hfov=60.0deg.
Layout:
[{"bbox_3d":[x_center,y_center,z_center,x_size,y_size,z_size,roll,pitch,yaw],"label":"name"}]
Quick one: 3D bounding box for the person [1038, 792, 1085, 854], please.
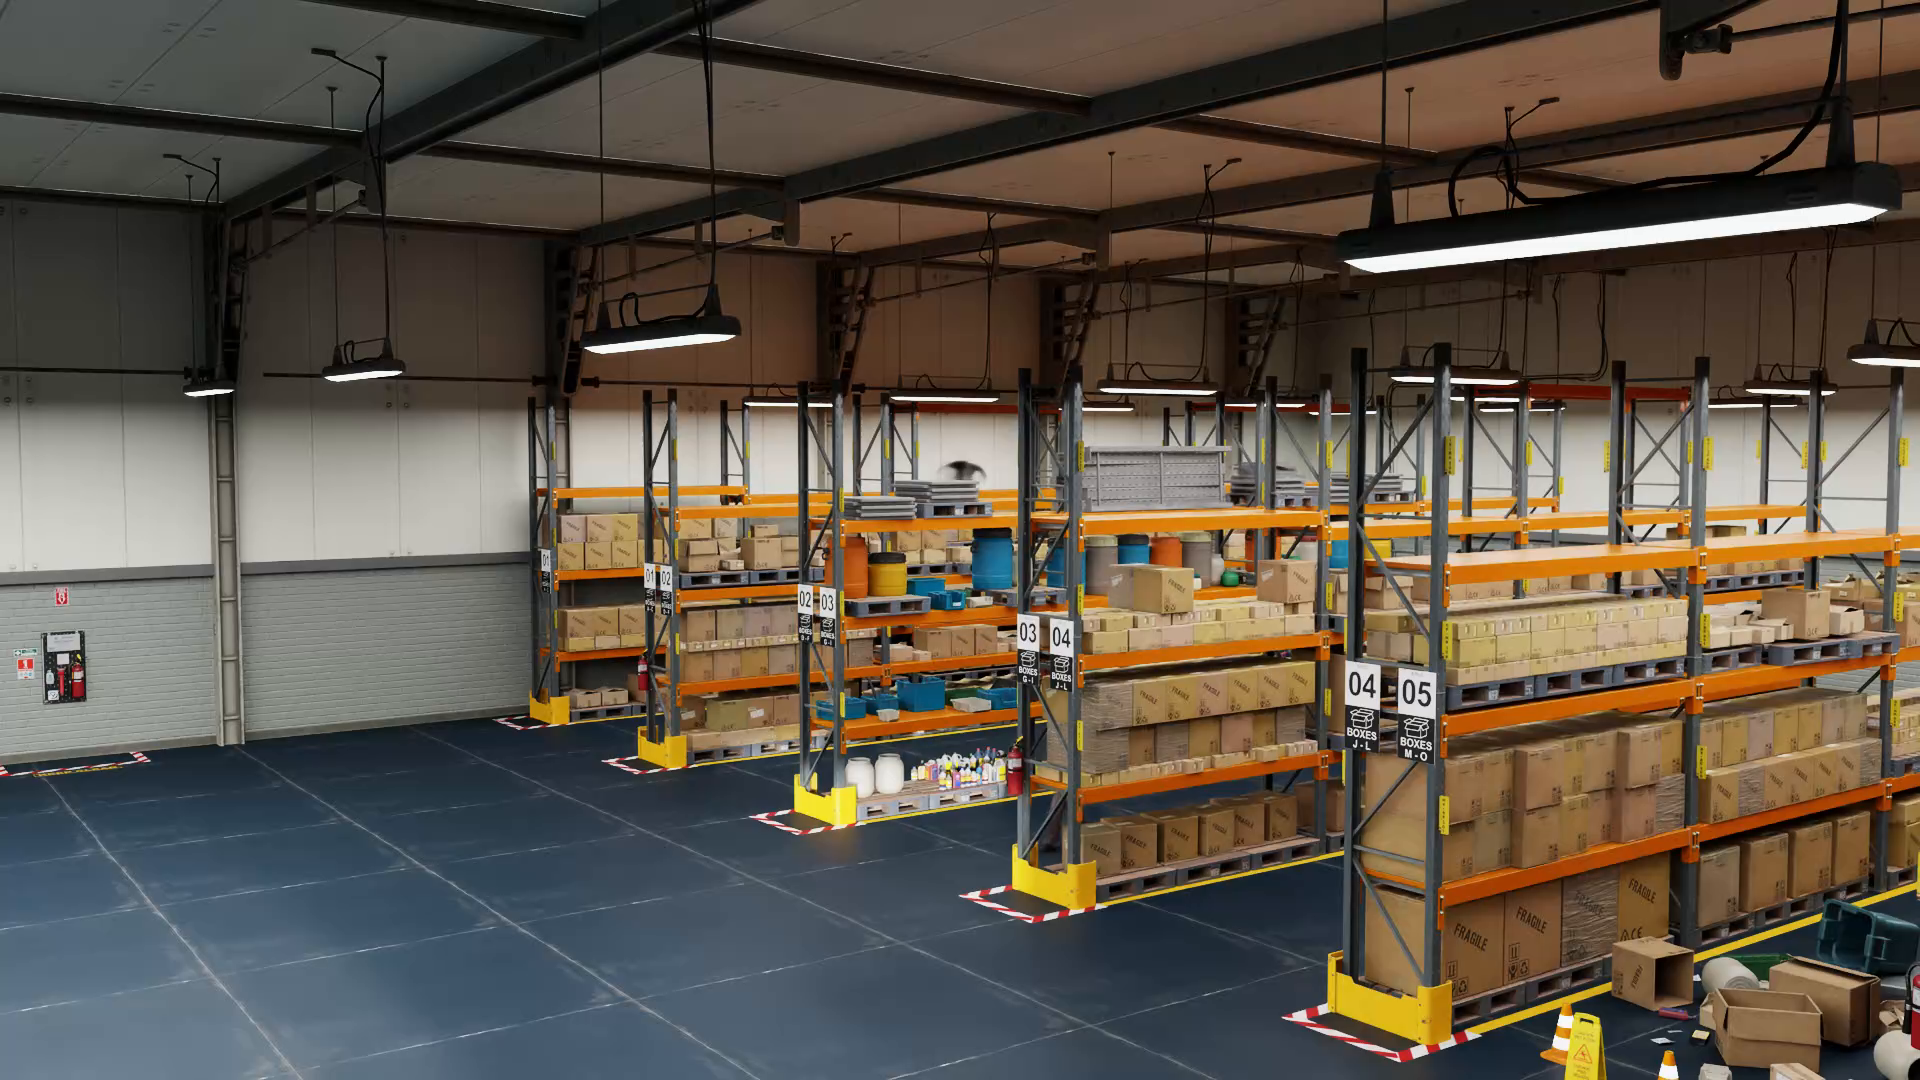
[{"bbox_3d":[1.279,3.121,21.097,0.761,1.614,0.696,0,3,-3],"label":"person"}]
